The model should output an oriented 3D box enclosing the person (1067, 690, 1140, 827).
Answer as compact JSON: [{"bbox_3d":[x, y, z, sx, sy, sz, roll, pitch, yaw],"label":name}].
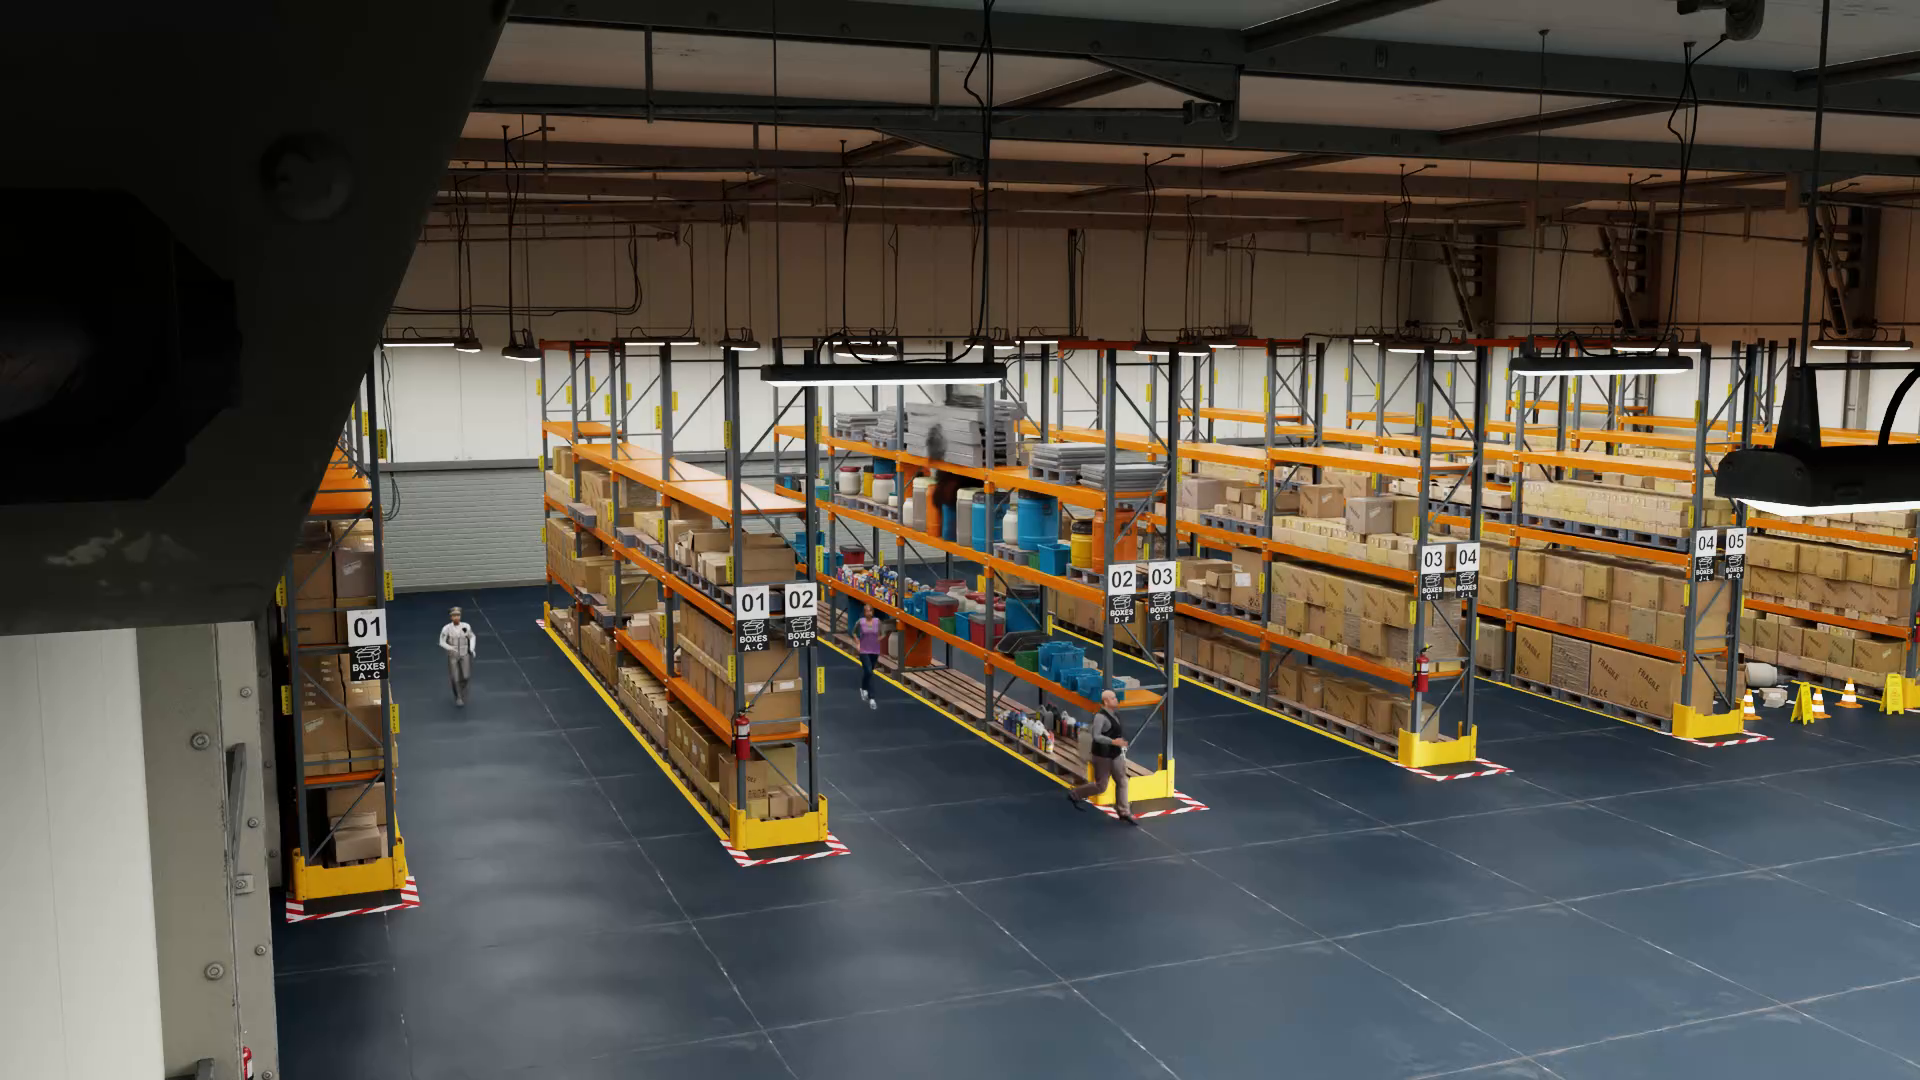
[{"bbox_3d":[1.838,2.790,21.135,0.976,1.643,0.677,4,8,27],"label":"person"}]

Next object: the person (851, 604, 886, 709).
[{"bbox_3d":[-1.432,1.808,26.460,0.525,1.621,0.769,-3,8,-19],"label":"person"}]

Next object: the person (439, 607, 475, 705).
[{"bbox_3d":[-8.315,1.931,27.600,0.604,1.659,0.531,-3,8,-23],"label":"person"}]
